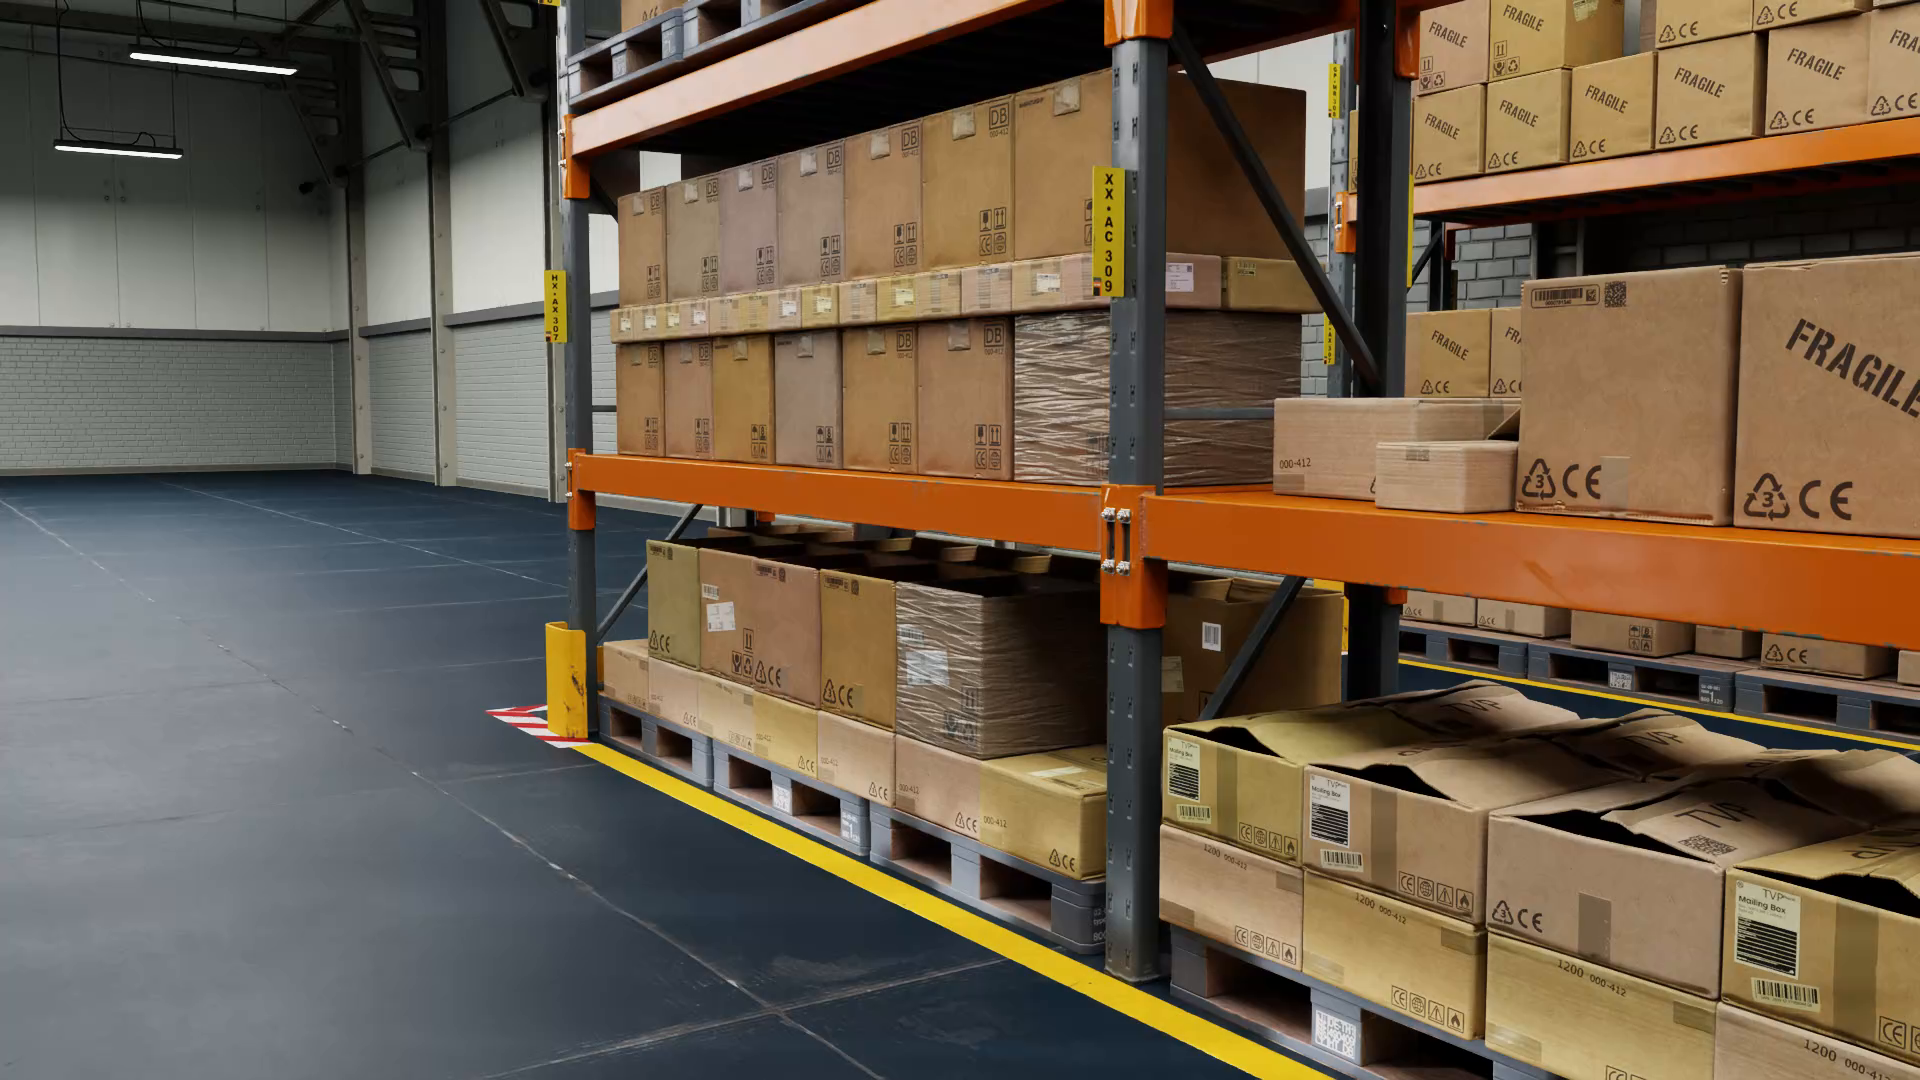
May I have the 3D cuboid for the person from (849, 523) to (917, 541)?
[{"bbox_3d":[-0.457,-0.098,9.864,0.440,1.651,0.304,-3,6,-33],"label":"person"}]
